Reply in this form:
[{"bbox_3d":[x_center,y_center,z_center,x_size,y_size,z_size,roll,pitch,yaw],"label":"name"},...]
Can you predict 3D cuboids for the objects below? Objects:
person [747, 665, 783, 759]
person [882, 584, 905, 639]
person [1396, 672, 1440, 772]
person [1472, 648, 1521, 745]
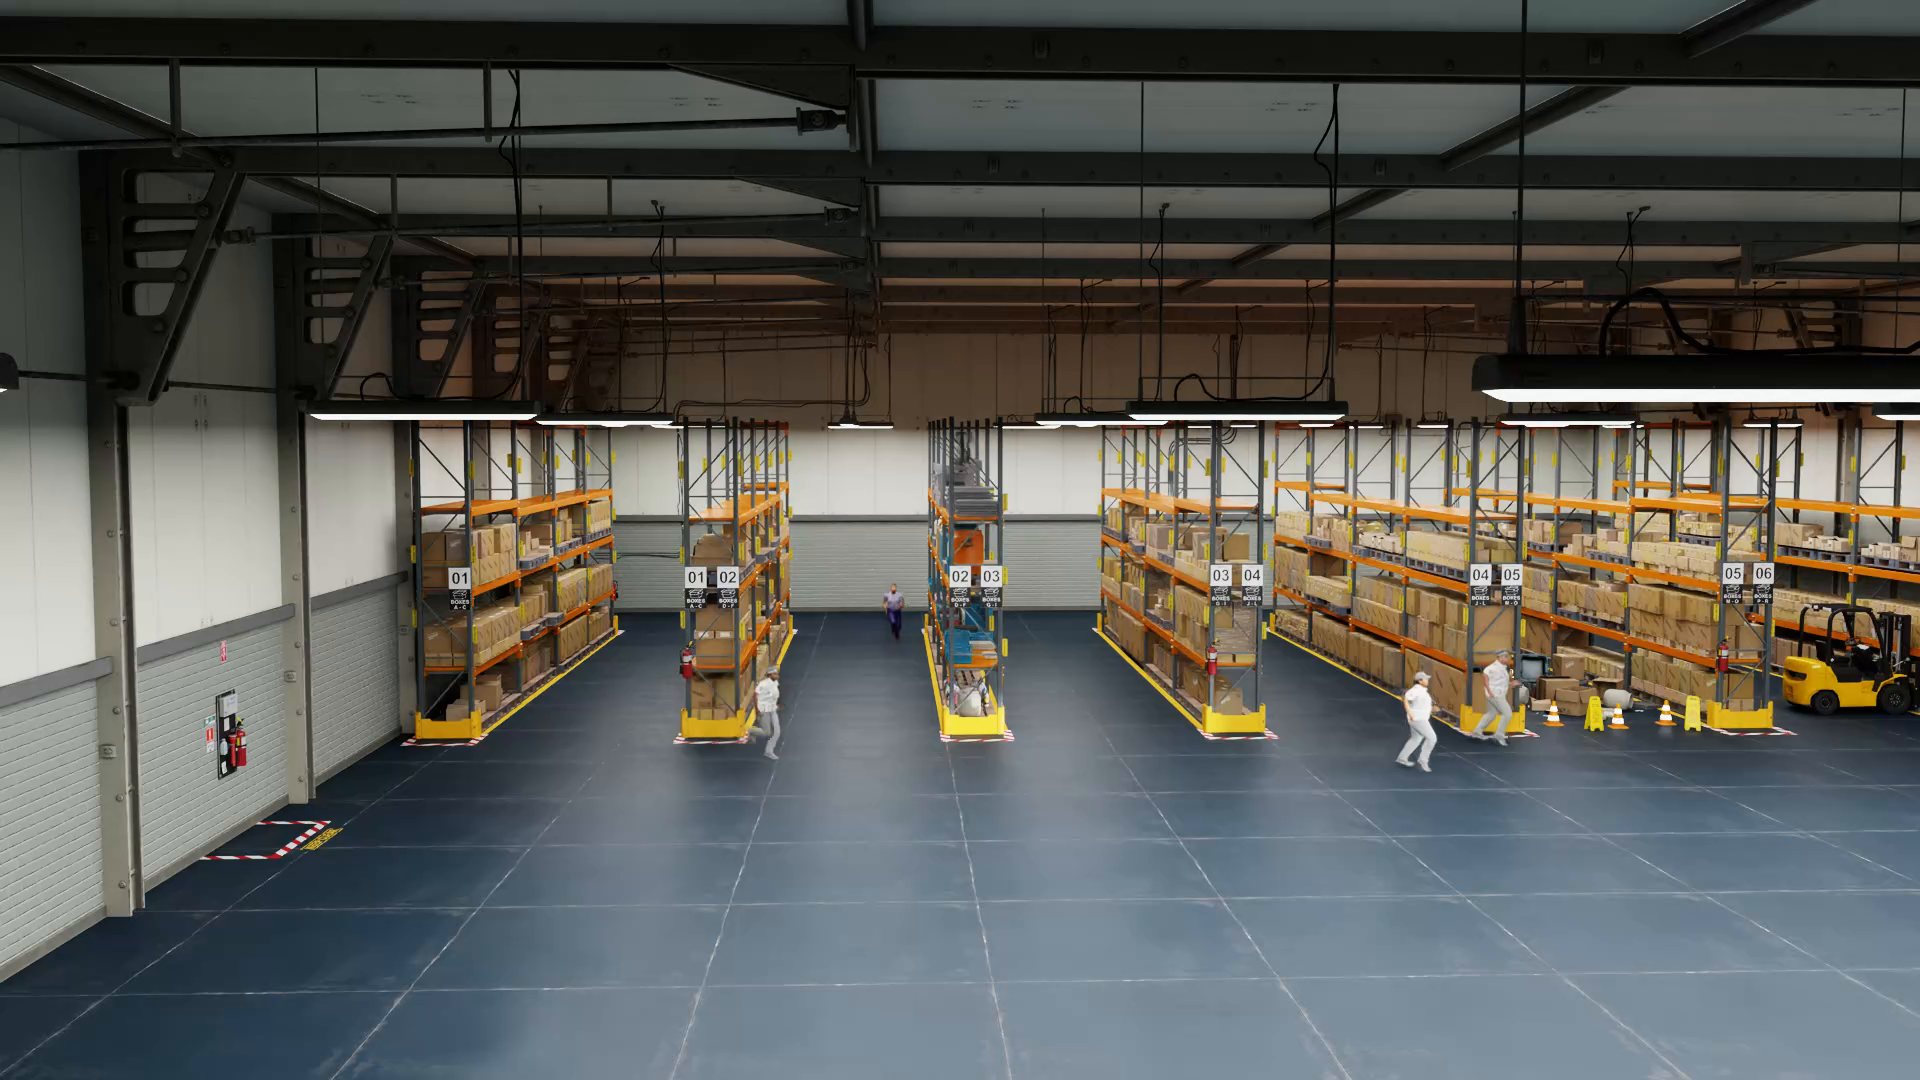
[{"bbox_3d":[-3.438,3.016,29.267,0.682,1.661,0.600,2,4,33],"label":"person"},{"bbox_3d":[-1.778,1.930,44.597,0.603,1.523,0.729,0,4,-6],"label":"person"},{"bbox_3d":[7.765,3.075,28.180,0.704,1.698,0.612,2,4,23],"label":"person"},{"bbox_3d":[9.854,2.883,30.536,0.824,1.824,0.663,2,4,25],"label":"person"}]
